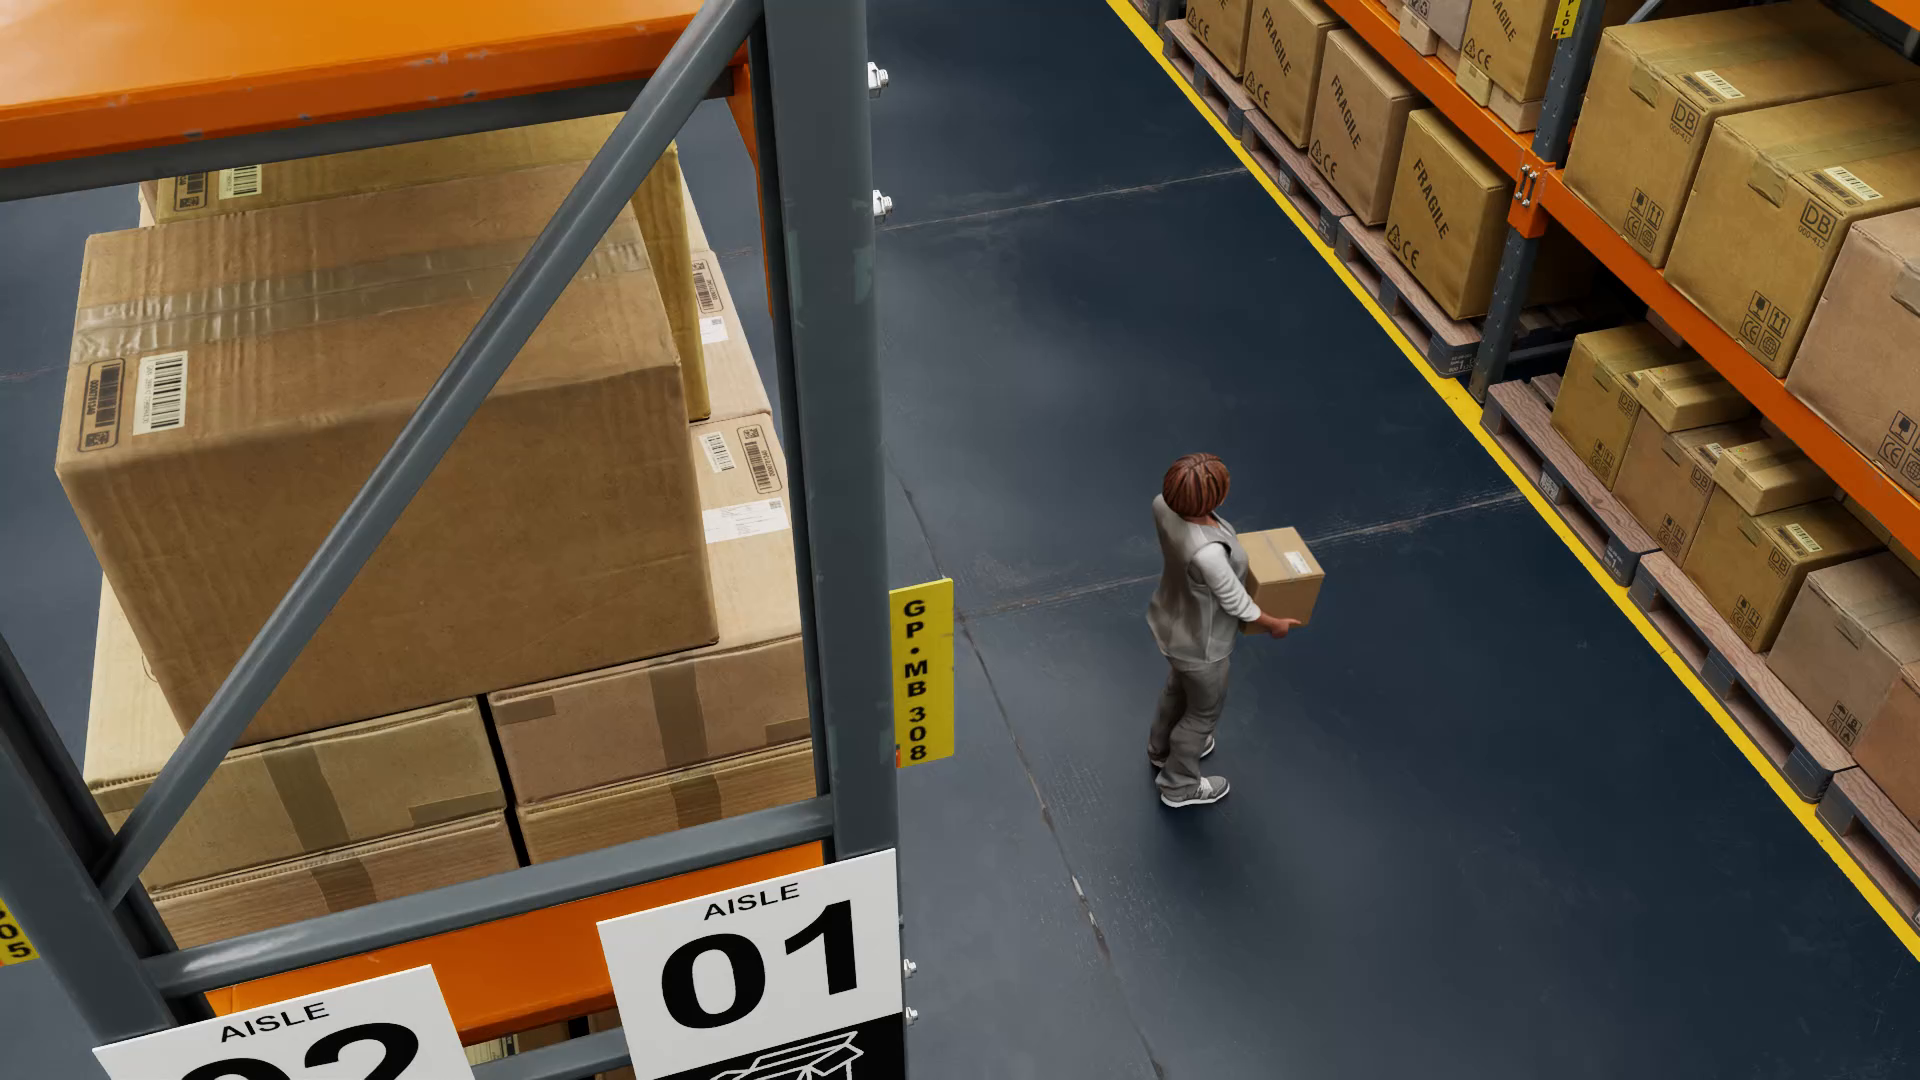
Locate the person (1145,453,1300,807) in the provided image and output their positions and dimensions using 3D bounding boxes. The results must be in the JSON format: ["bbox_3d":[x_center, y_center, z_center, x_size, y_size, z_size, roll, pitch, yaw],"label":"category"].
[{"bbox_3d":[0.896,0.301,5.846,0.498,1.589,0.408,-12,44,-13],"label":"person"}]
